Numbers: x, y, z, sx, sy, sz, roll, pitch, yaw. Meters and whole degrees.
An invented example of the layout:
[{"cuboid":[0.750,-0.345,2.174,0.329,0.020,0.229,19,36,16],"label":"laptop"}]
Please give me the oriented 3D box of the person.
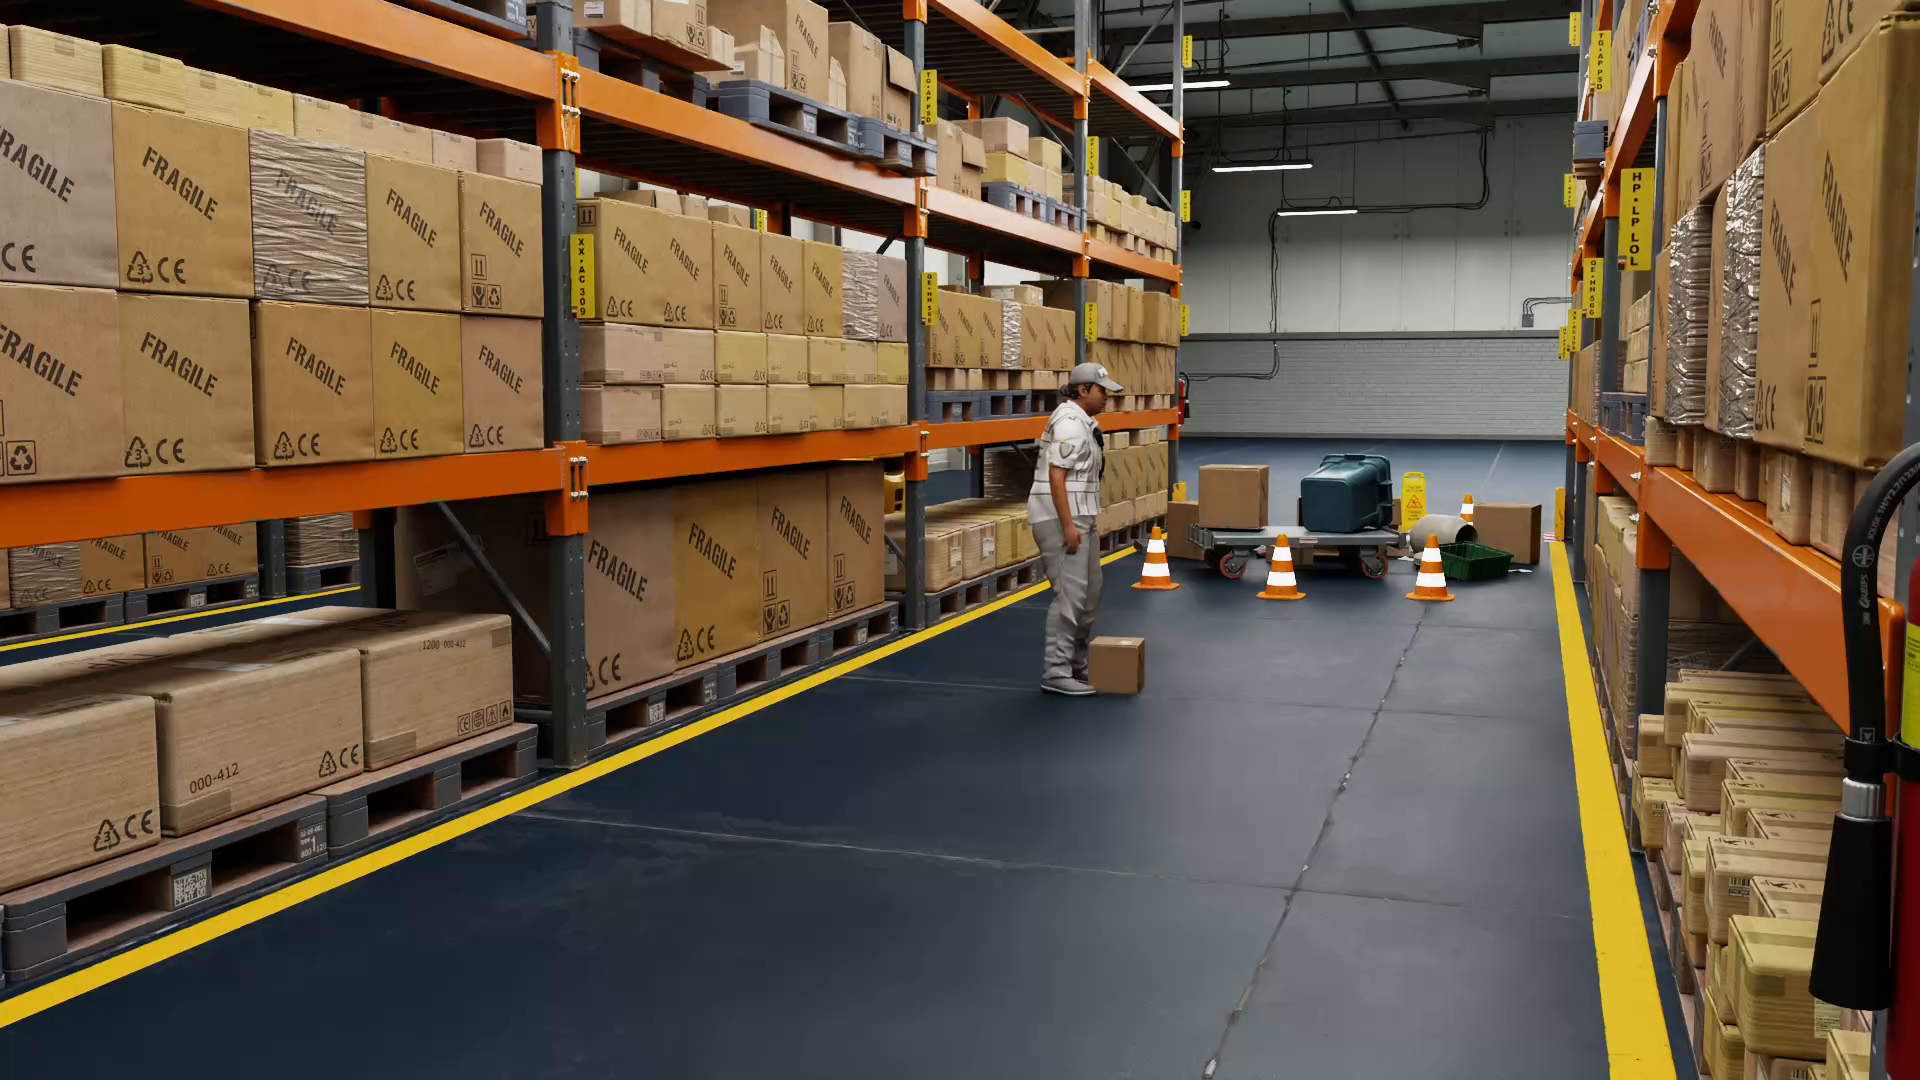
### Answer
[{"cuboid":[0.589,-0.072,8.487,0.471,1.665,0.561,1,6,15],"label":"person"}]
